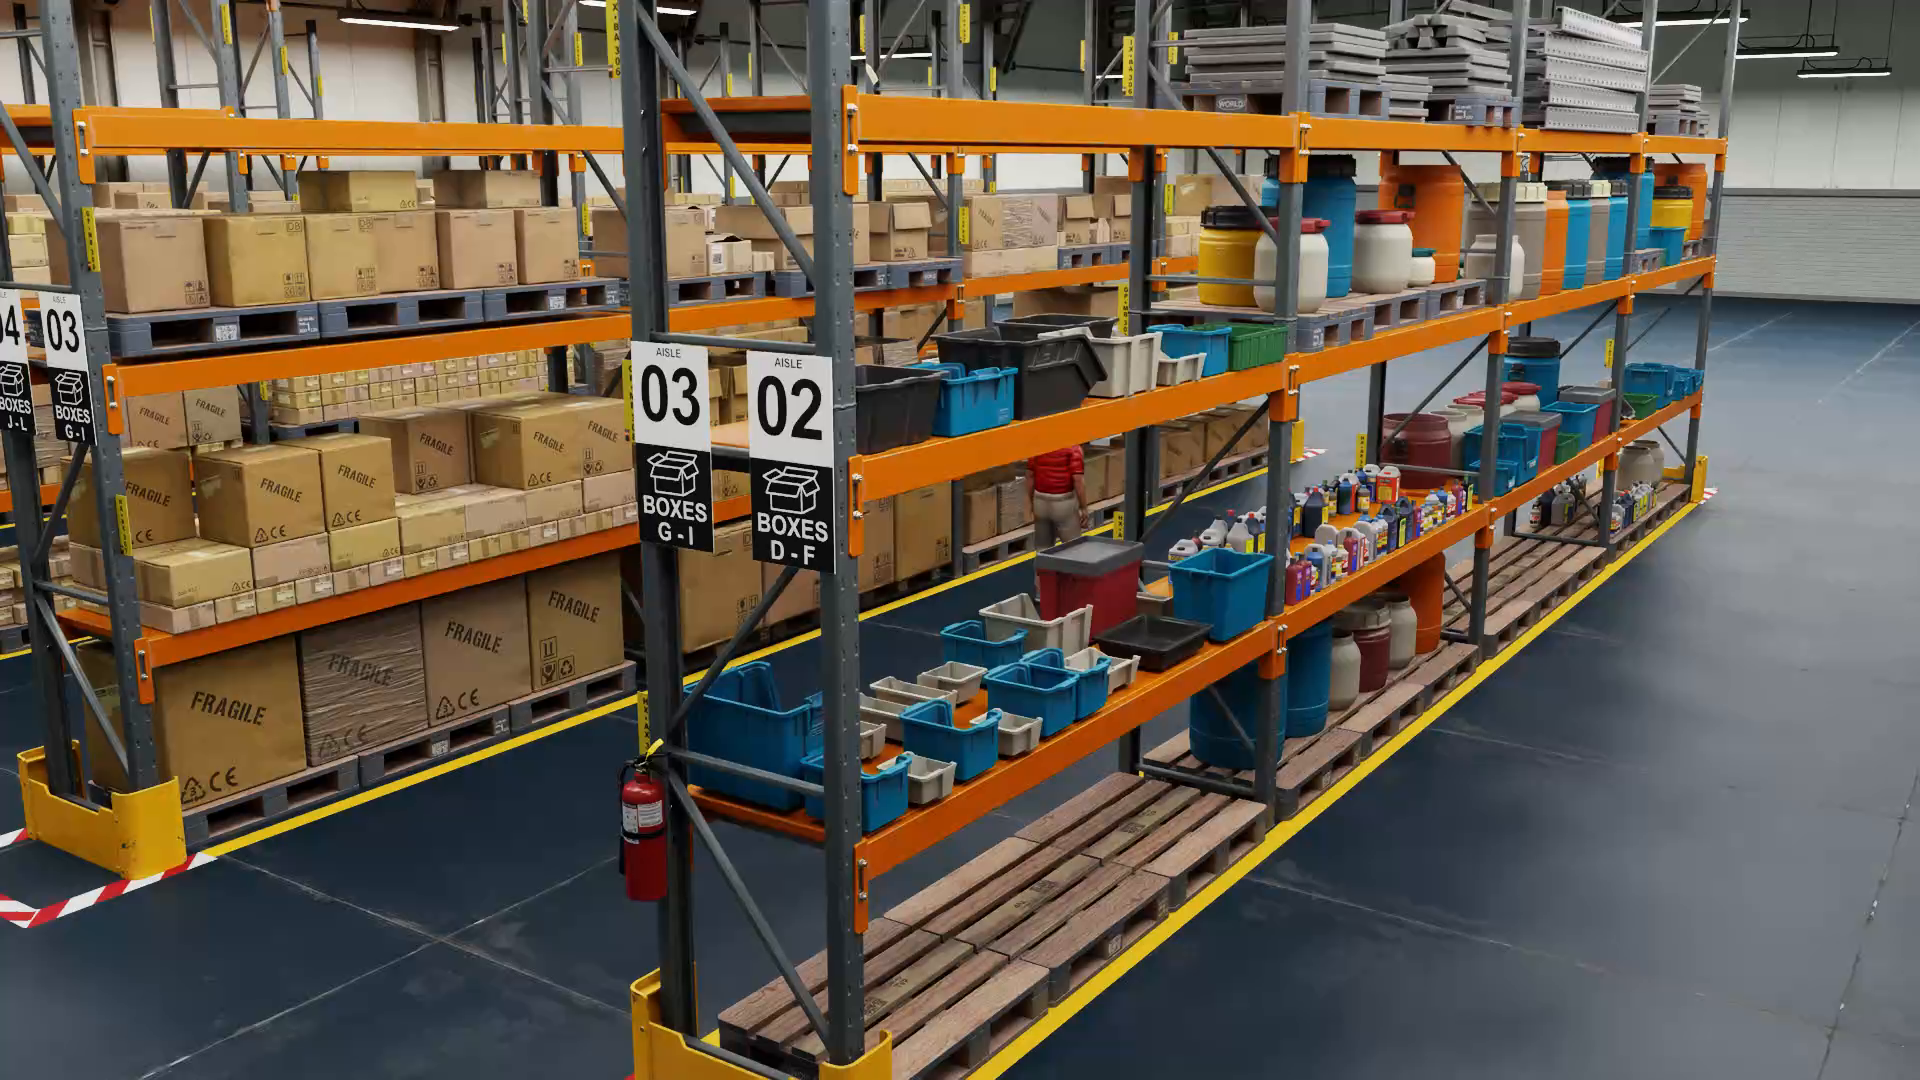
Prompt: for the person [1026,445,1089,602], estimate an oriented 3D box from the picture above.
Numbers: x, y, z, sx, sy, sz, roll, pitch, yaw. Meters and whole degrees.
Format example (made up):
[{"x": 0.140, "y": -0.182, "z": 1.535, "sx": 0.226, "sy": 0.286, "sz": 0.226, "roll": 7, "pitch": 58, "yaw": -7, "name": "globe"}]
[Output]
[{"x": 0.866, "y": -0.285, "z": 14.758, "sx": 0.591, "sy": 1.726, "sz": 0.387, "roll": 8, "pitch": 15, "yaw": 32, "name": "person"}]
